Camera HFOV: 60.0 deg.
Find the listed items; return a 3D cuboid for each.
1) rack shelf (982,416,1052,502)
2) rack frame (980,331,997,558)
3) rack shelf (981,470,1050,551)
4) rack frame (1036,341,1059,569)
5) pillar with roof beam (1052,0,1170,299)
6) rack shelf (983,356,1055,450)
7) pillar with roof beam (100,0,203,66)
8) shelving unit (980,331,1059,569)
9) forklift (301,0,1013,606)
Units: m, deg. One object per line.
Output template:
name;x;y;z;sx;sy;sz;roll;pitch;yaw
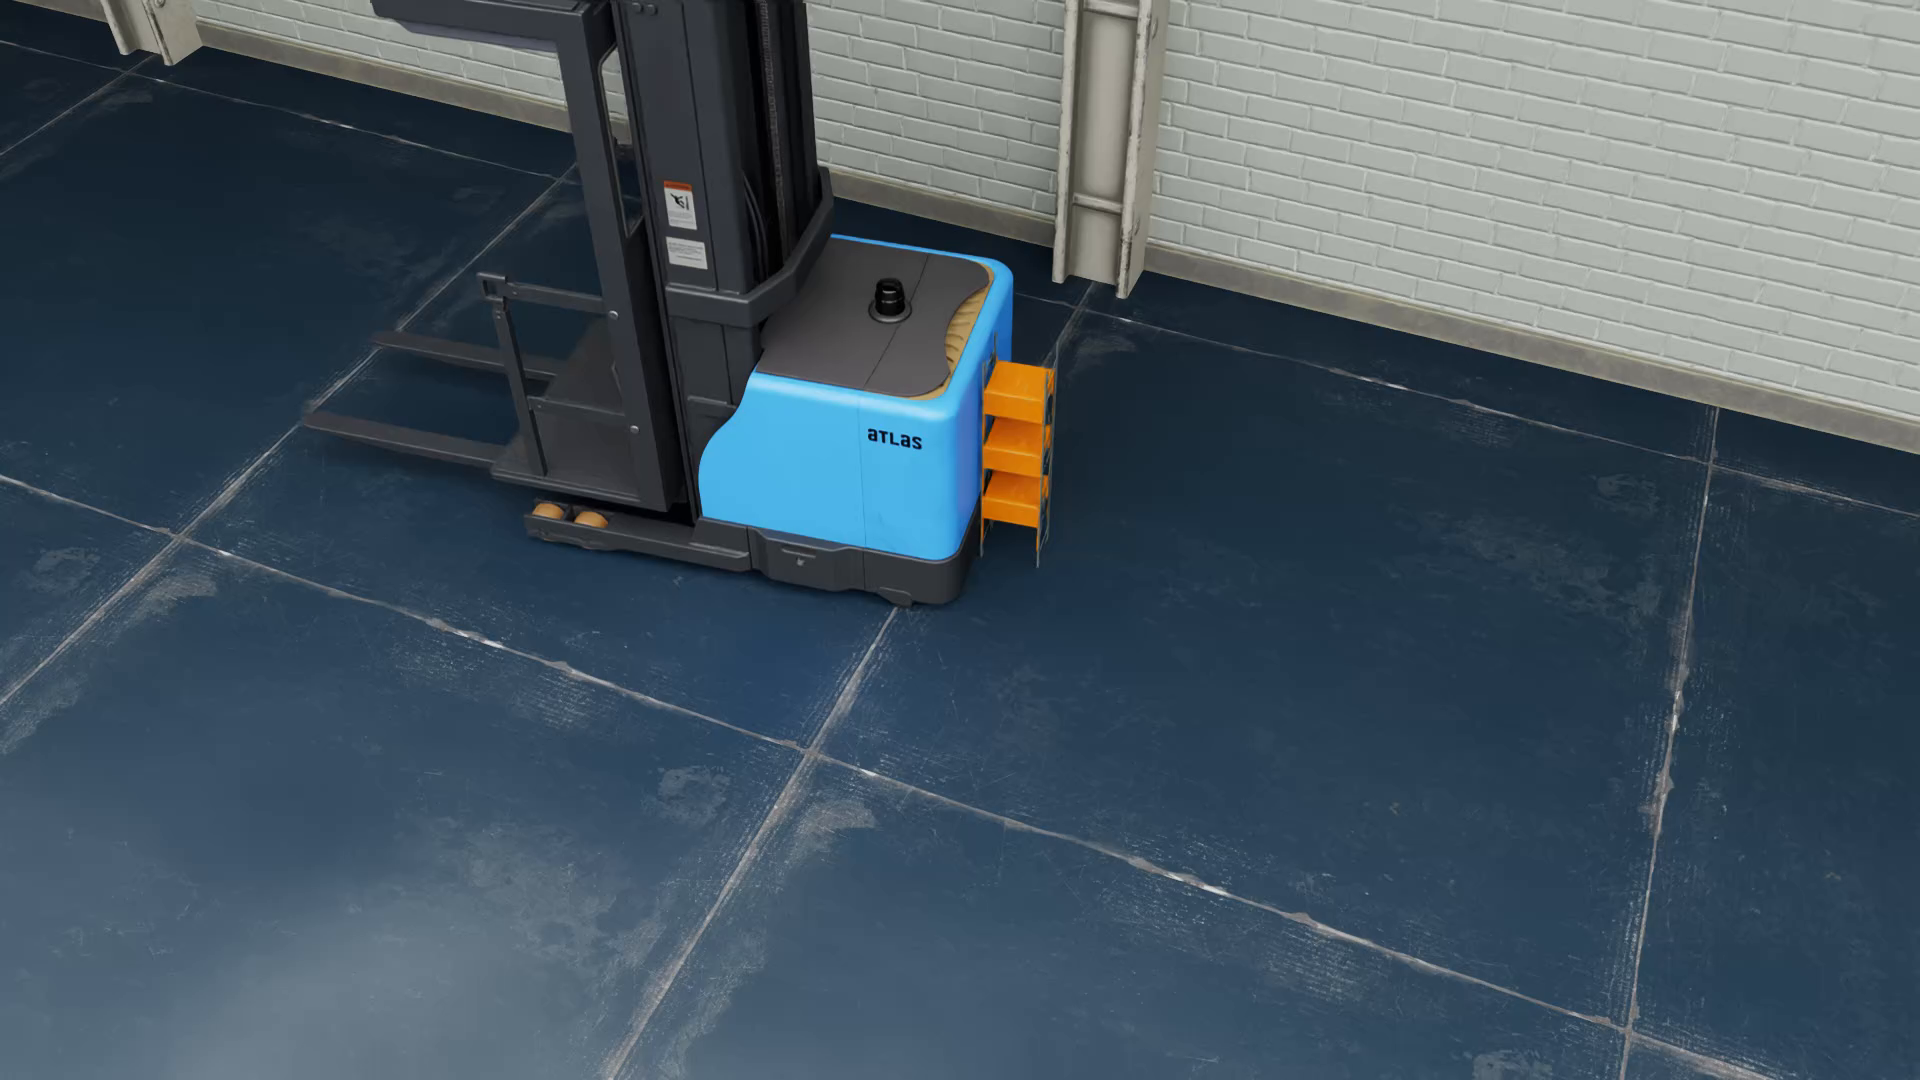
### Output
rack shelf;0.232;-0.335;6.696;0.240;0.259;0.215;11;46;11
rack frame;0.114;-0.365;6.711;0.008;1.050;0.200;11;46;11
rack shelf;0.232;-0.138;6.892;0.240;0.259;0.215;11;46;11
rack frame;0.350;-0.320;6.666;0.008;1.050;0.200;11;46;11
pillar with roof beam;-0.953;-1.743;2.461;0.400;9.000;9.100;16;47;16
rack shelf;0.232;-0.536;6.496;0.240;0.259;0.215;11;46;11
pillar with roof beam;-6.491;-3.372;4.098;0.400;9.000;9.100;16;47;16
shelving unit;0.232;-0.343;6.689;0.252;1.050;0.215;11;46;11
forklift;-1.346;-1.345;6.363;3.031;2.935;1.130;11;46;11
